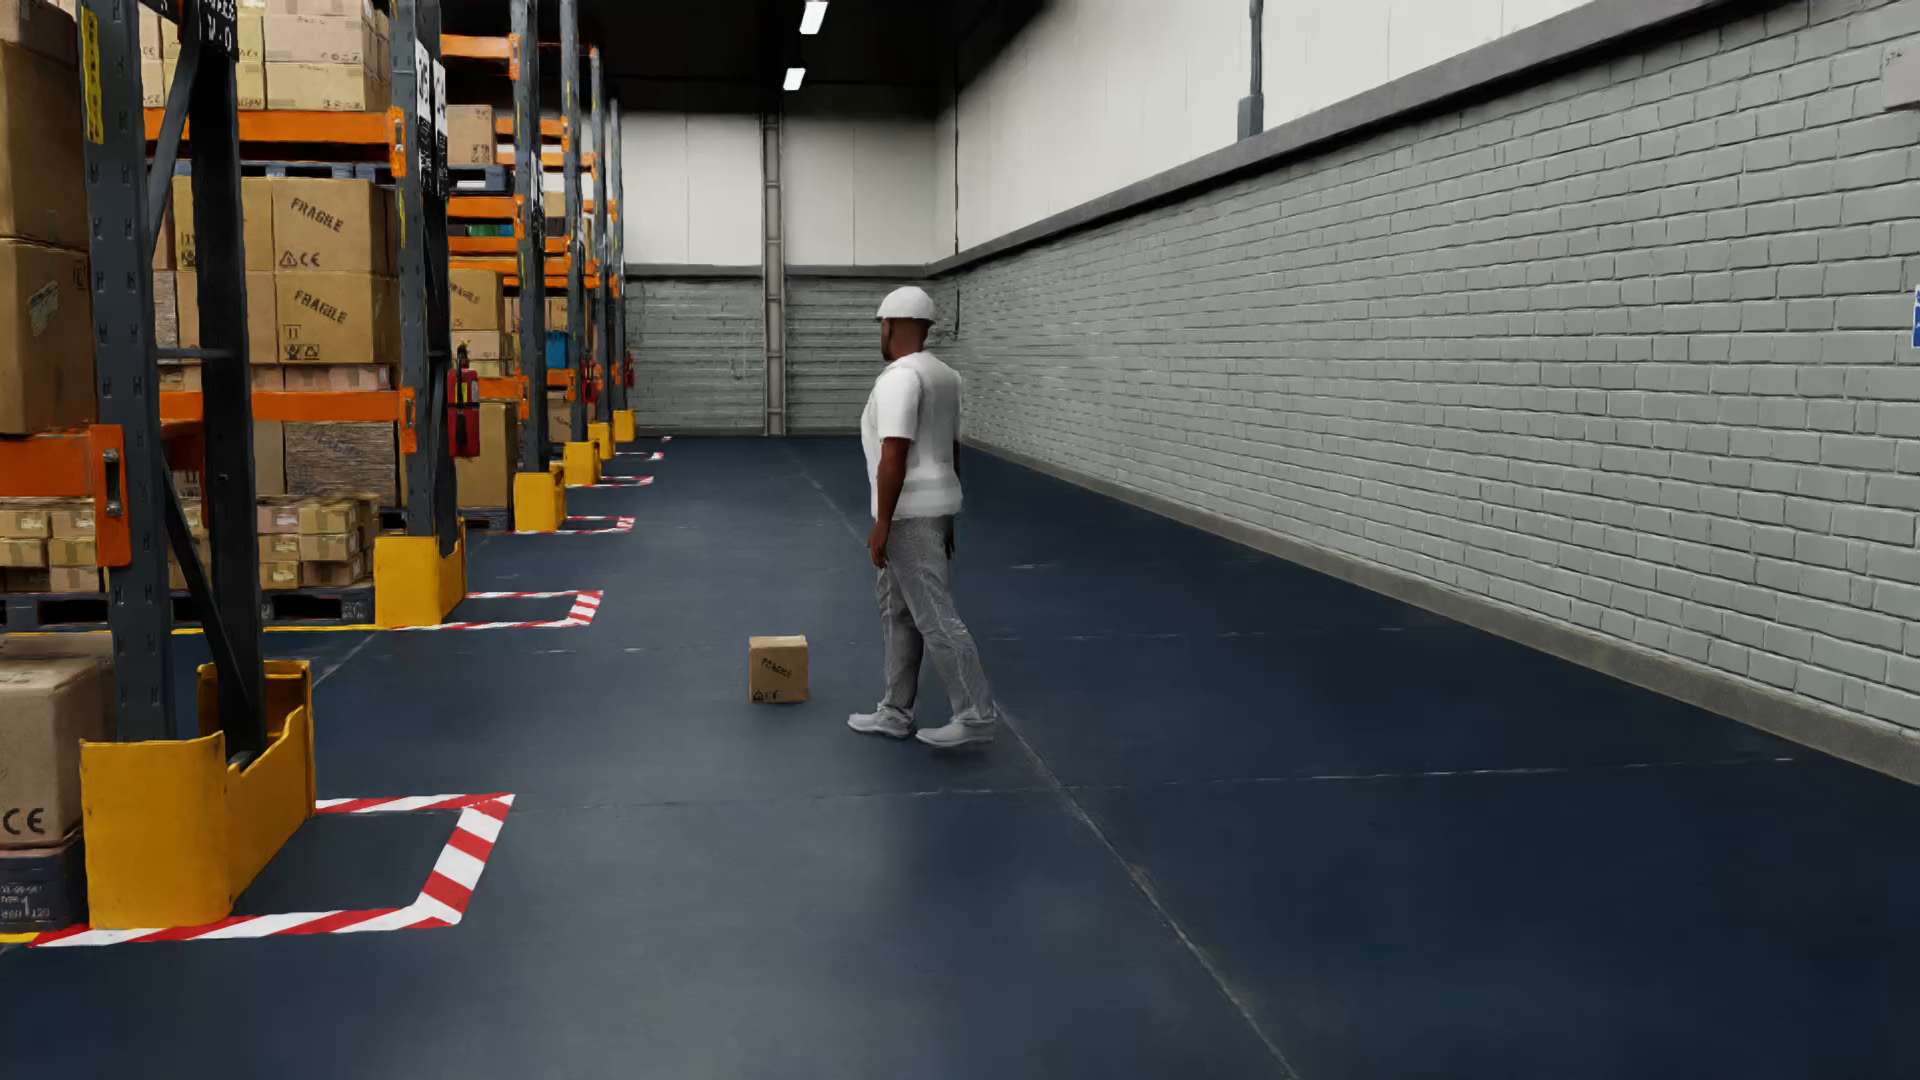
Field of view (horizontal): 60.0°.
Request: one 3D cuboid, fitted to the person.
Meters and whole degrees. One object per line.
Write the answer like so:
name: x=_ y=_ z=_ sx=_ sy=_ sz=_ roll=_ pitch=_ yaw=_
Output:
person: x=-0.169 y=-0.086 z=6.380 sx=0.692 sy=1.758 sz=0.592 roll=2 pitch=7 yaw=17
